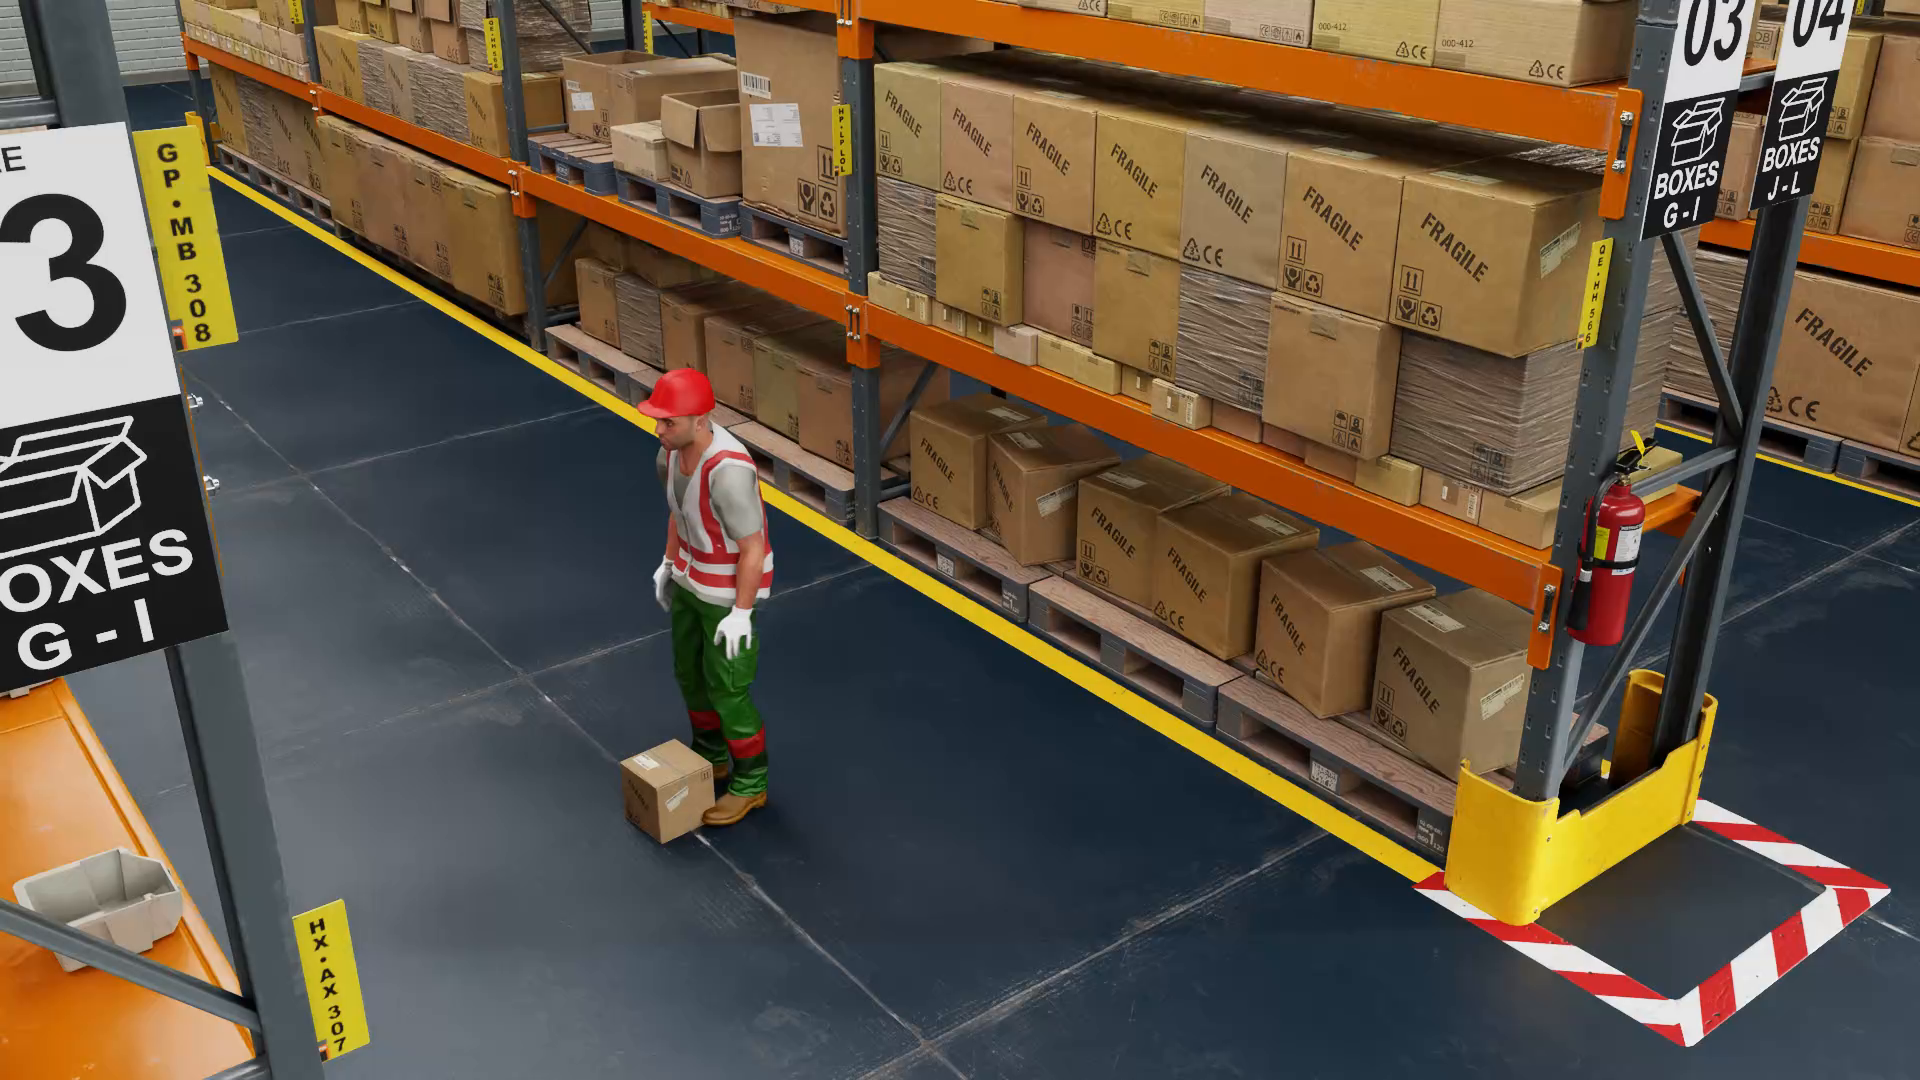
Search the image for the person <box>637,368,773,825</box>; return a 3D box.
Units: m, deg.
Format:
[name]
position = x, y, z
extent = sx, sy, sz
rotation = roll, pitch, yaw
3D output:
[person]
position = -0.931, 0.201, 6.145
extent = 0.448, 1.780, 0.608
rotation = -18, 30, -34
